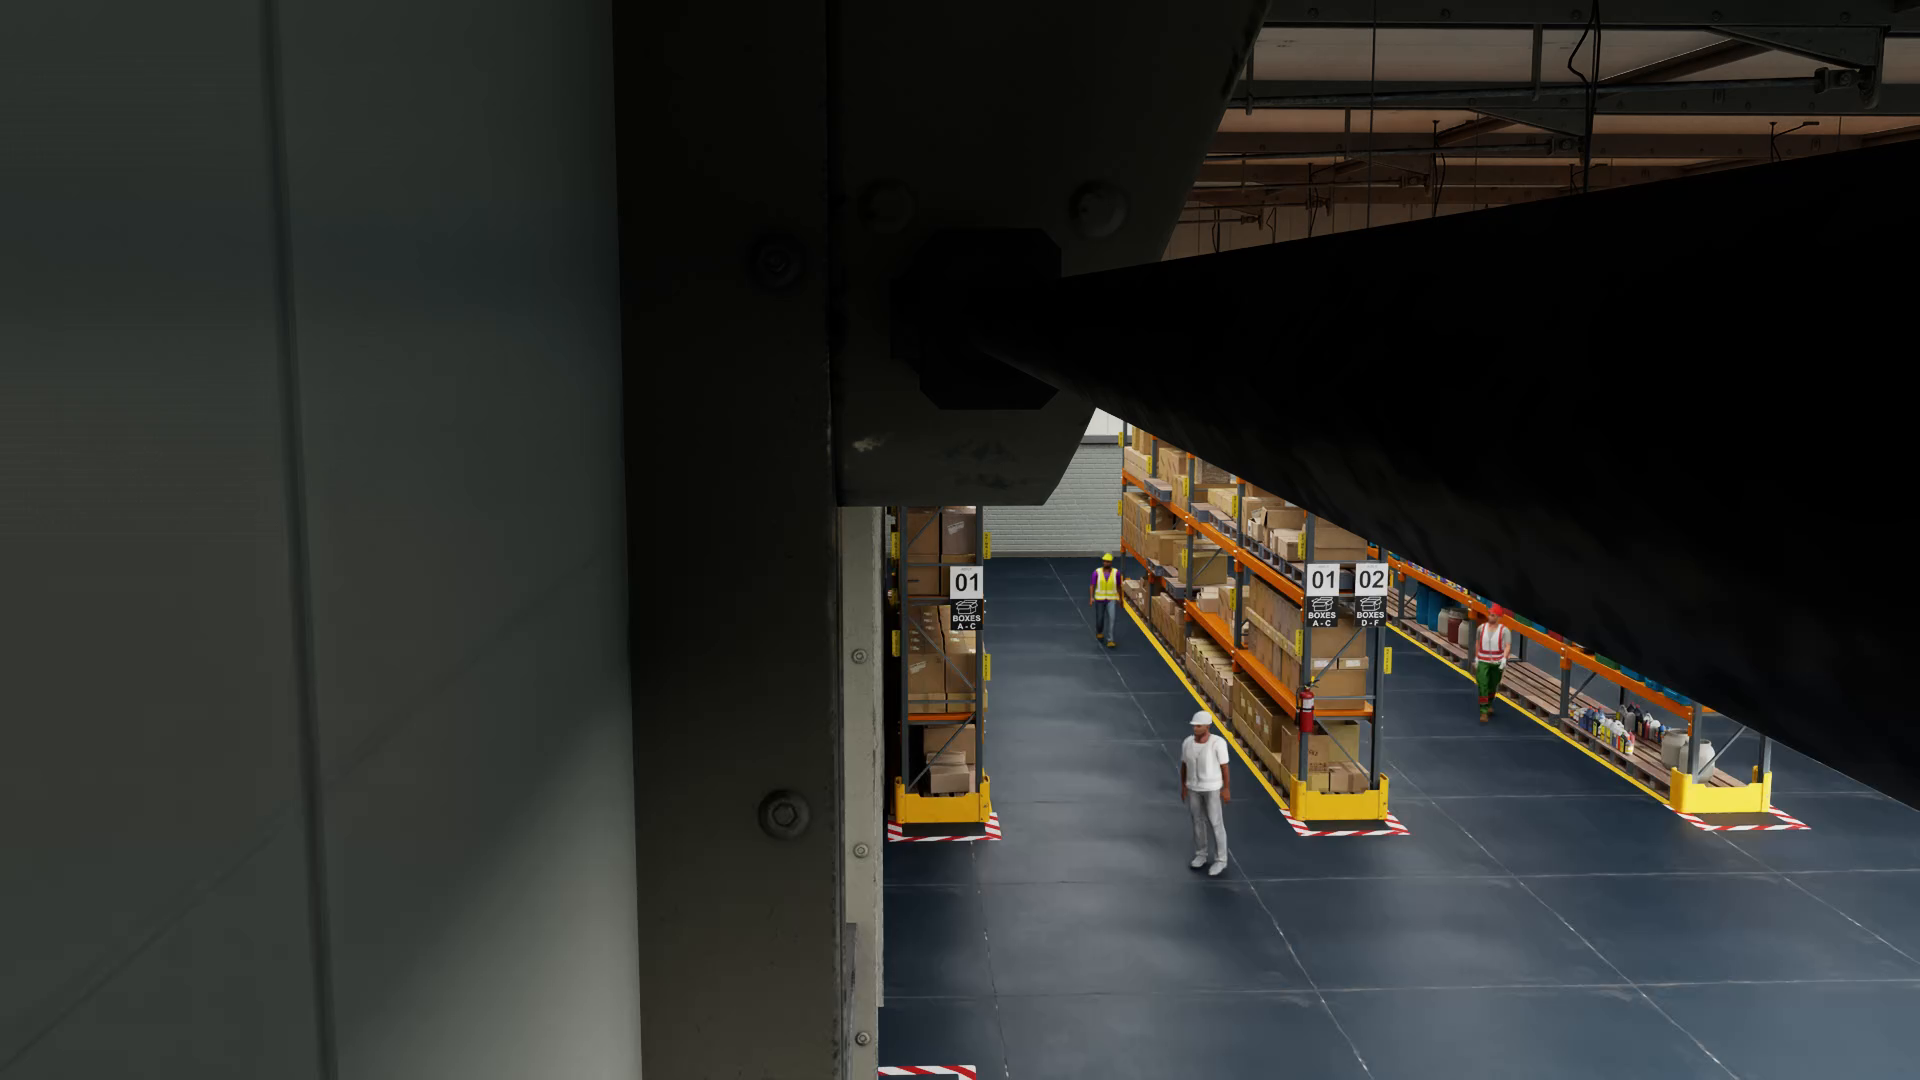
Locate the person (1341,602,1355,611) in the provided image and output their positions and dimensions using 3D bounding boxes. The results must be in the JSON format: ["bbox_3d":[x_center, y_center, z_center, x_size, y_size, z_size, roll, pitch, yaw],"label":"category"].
[{"bbox_3d":[7.821,0.764,33.487,0.572,1.733,0.860,2,8,16],"label":"person"}]

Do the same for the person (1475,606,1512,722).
[{"bbox_3d":[8.164,1.869,25.449,0.506,1.724,1.053,2,8,11],"label":"person"}]

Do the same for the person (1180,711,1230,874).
[{"bbox_3d":[2.739,2.825,18.801,0.633,1.776,0.447,6,10,36],"label":"person"}]

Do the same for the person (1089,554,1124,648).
[{"bbox_3d":[2.745,1.119,31.119,0.652,1.727,1.022,0,8,2],"label":"person"}]
